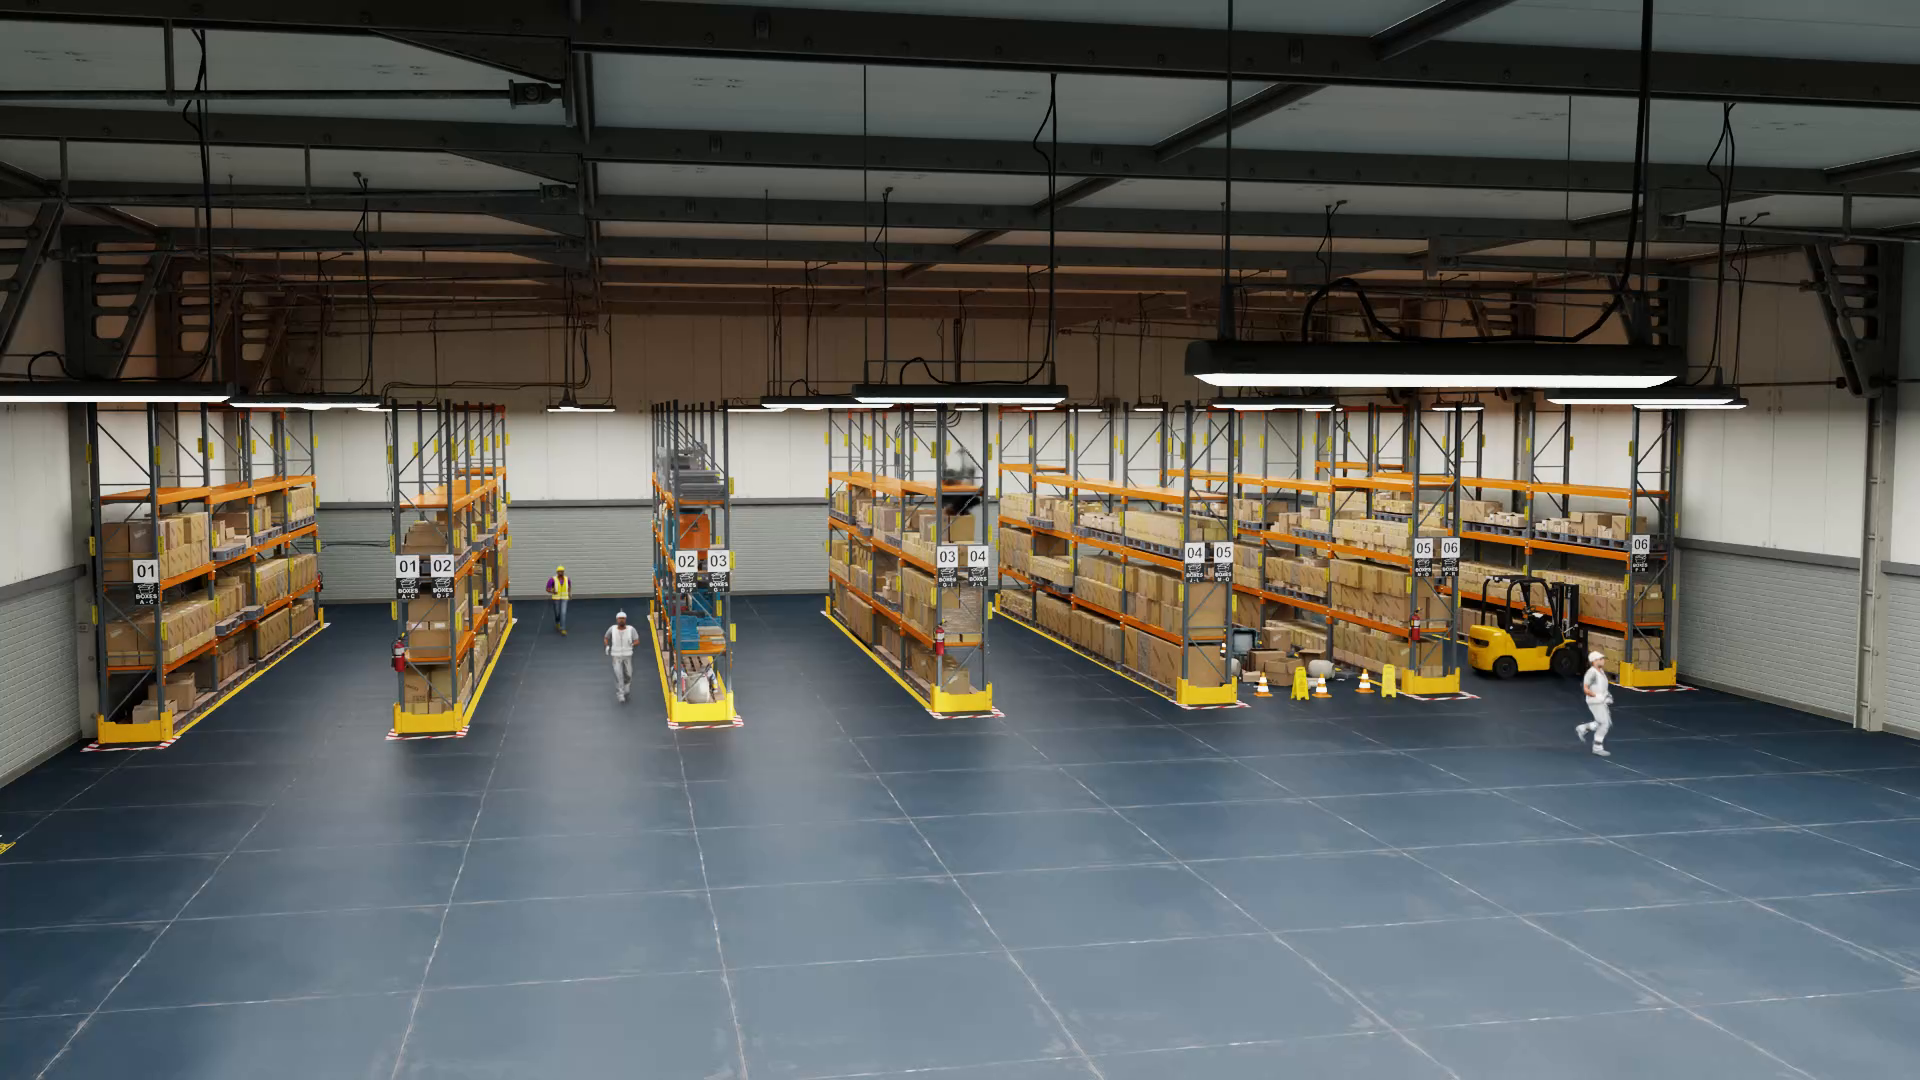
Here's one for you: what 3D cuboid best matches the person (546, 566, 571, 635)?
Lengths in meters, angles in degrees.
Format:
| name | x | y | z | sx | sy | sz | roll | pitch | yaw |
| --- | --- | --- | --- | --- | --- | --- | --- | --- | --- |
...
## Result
| name | x | y | z | sx | sy | sz | roll | pitch | yaw |
| --- | --- | --- | --- | --- | --- | --- | --- | --- | --- |
| person | -10.489 | 1.568 | 43.542 | 0.686 | 1.772 | 0.871 | -2 | 5 | -24 |

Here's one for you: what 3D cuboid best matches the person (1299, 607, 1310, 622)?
| name | x | y | z | sx | sy | sz | roll | pitch | yaw |
| --- | --- | --- | --- | --- | --- | --- | --- | --- | --- |
| person | 9.133 | 1.552 | 44.087 | 0.633 | 1.760 | 0.726 | -2 | 5 | -22 |

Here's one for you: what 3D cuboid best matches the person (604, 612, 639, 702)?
| name | x | y | z | sx | sy | sz | roll | pitch | yaw |
| --- | --- | --- | --- | --- | --- | --- | --- | --- | --- |
| person | -6.774 | 2.324 | 33.329 | 0.696 | 1.763 | 0.941 | -1 | 4 | -14 |

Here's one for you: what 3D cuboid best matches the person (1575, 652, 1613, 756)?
| name | x | y | z | sx | sy | sz | roll | pitch | yaw |
| --- | --- | --- | --- | --- | --- | --- | --- | --- | --- |
| person | 10.677 | 2.746 | 28.048 | 0.615 | 1.745 | 0.656 | 3 | 5 | 37 |
